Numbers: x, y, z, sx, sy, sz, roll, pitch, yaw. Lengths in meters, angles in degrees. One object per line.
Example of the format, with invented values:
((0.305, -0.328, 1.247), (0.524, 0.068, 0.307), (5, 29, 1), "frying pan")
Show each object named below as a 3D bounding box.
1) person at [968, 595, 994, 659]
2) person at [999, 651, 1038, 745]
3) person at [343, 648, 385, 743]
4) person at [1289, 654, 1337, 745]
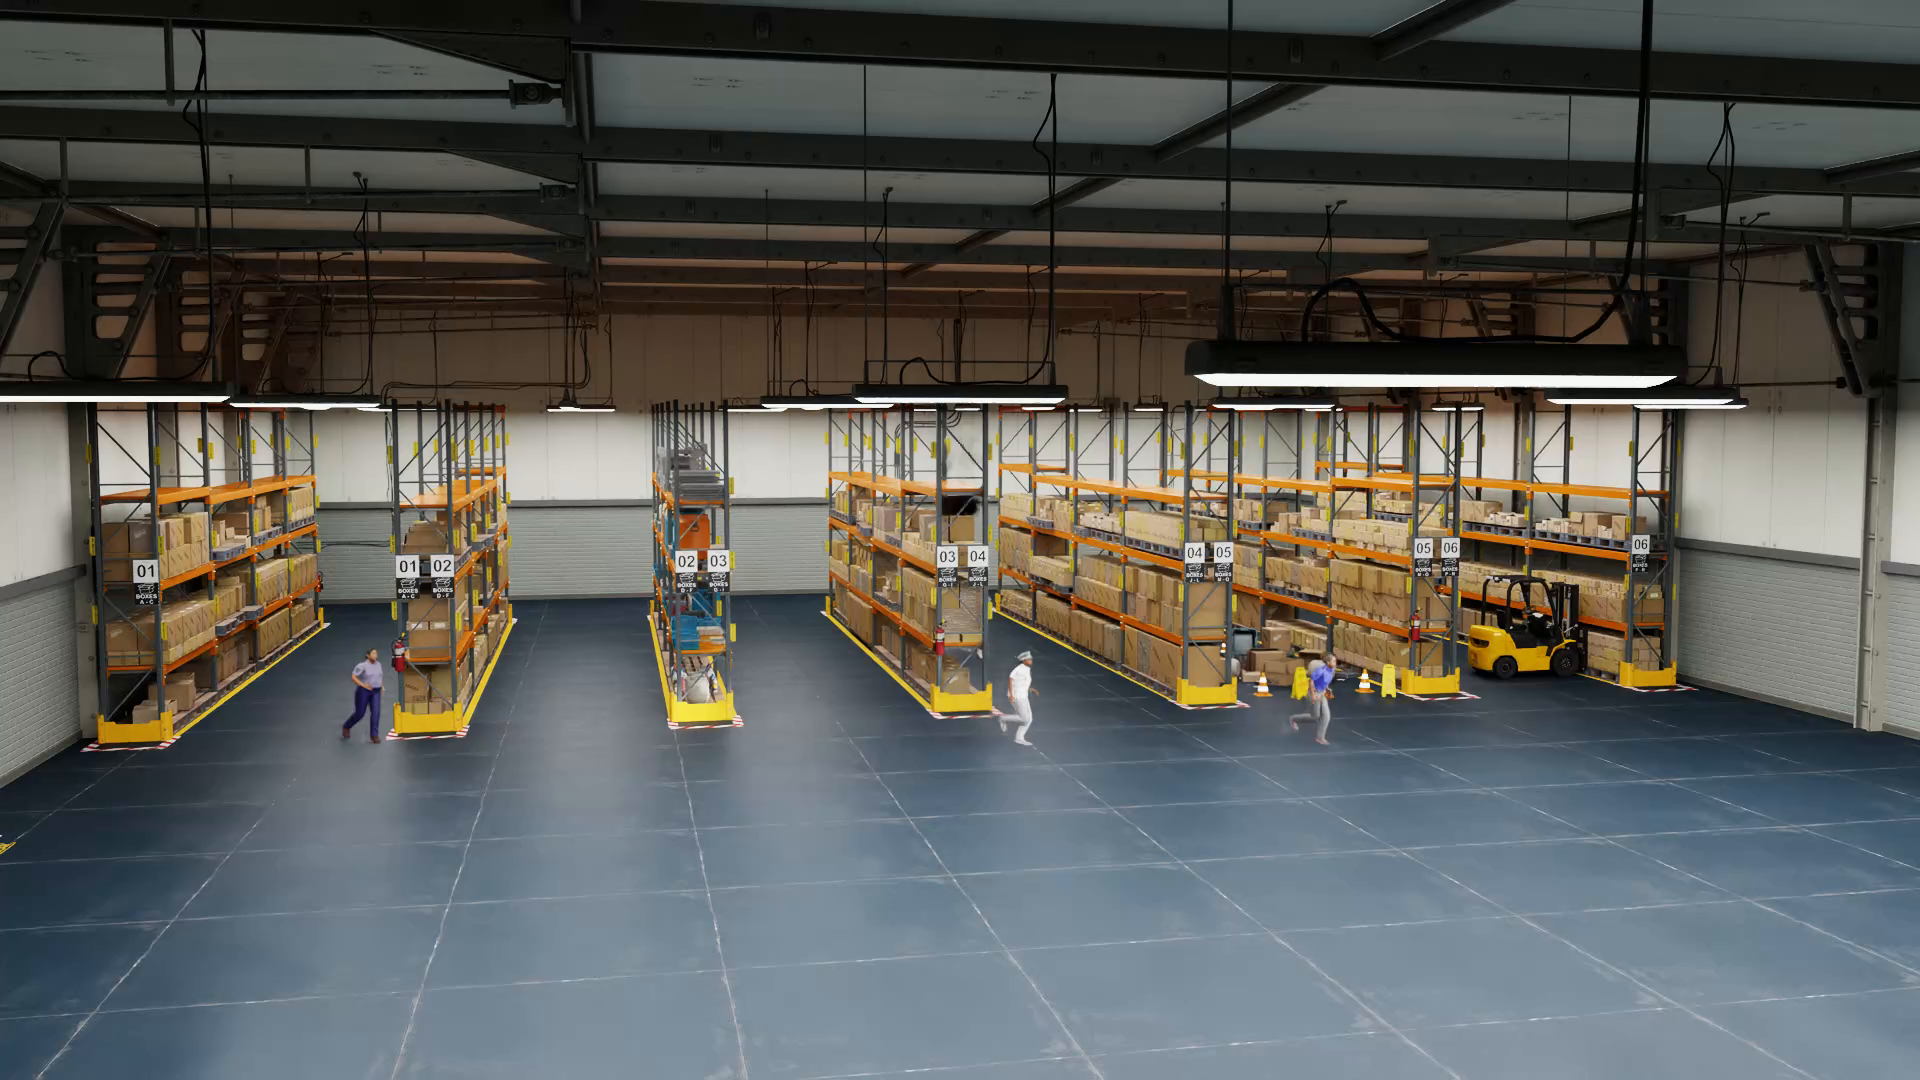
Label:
((0.466, 1.904, 39.233), (0.705, 1.750, 0.687), (-1, 4, -15), "person")
((1.022, 2.745, 28.922), (0.668, 1.654, 0.609), (2, 5, 20), "person")
((-10.361, 2.710, 29.198), (0.923, 1.618, 0.686), (3, 5, 38), "person")
((6.178, 2.819, 29.095), (0.849, 1.505, 0.549), (3, 5, 33), "person")
